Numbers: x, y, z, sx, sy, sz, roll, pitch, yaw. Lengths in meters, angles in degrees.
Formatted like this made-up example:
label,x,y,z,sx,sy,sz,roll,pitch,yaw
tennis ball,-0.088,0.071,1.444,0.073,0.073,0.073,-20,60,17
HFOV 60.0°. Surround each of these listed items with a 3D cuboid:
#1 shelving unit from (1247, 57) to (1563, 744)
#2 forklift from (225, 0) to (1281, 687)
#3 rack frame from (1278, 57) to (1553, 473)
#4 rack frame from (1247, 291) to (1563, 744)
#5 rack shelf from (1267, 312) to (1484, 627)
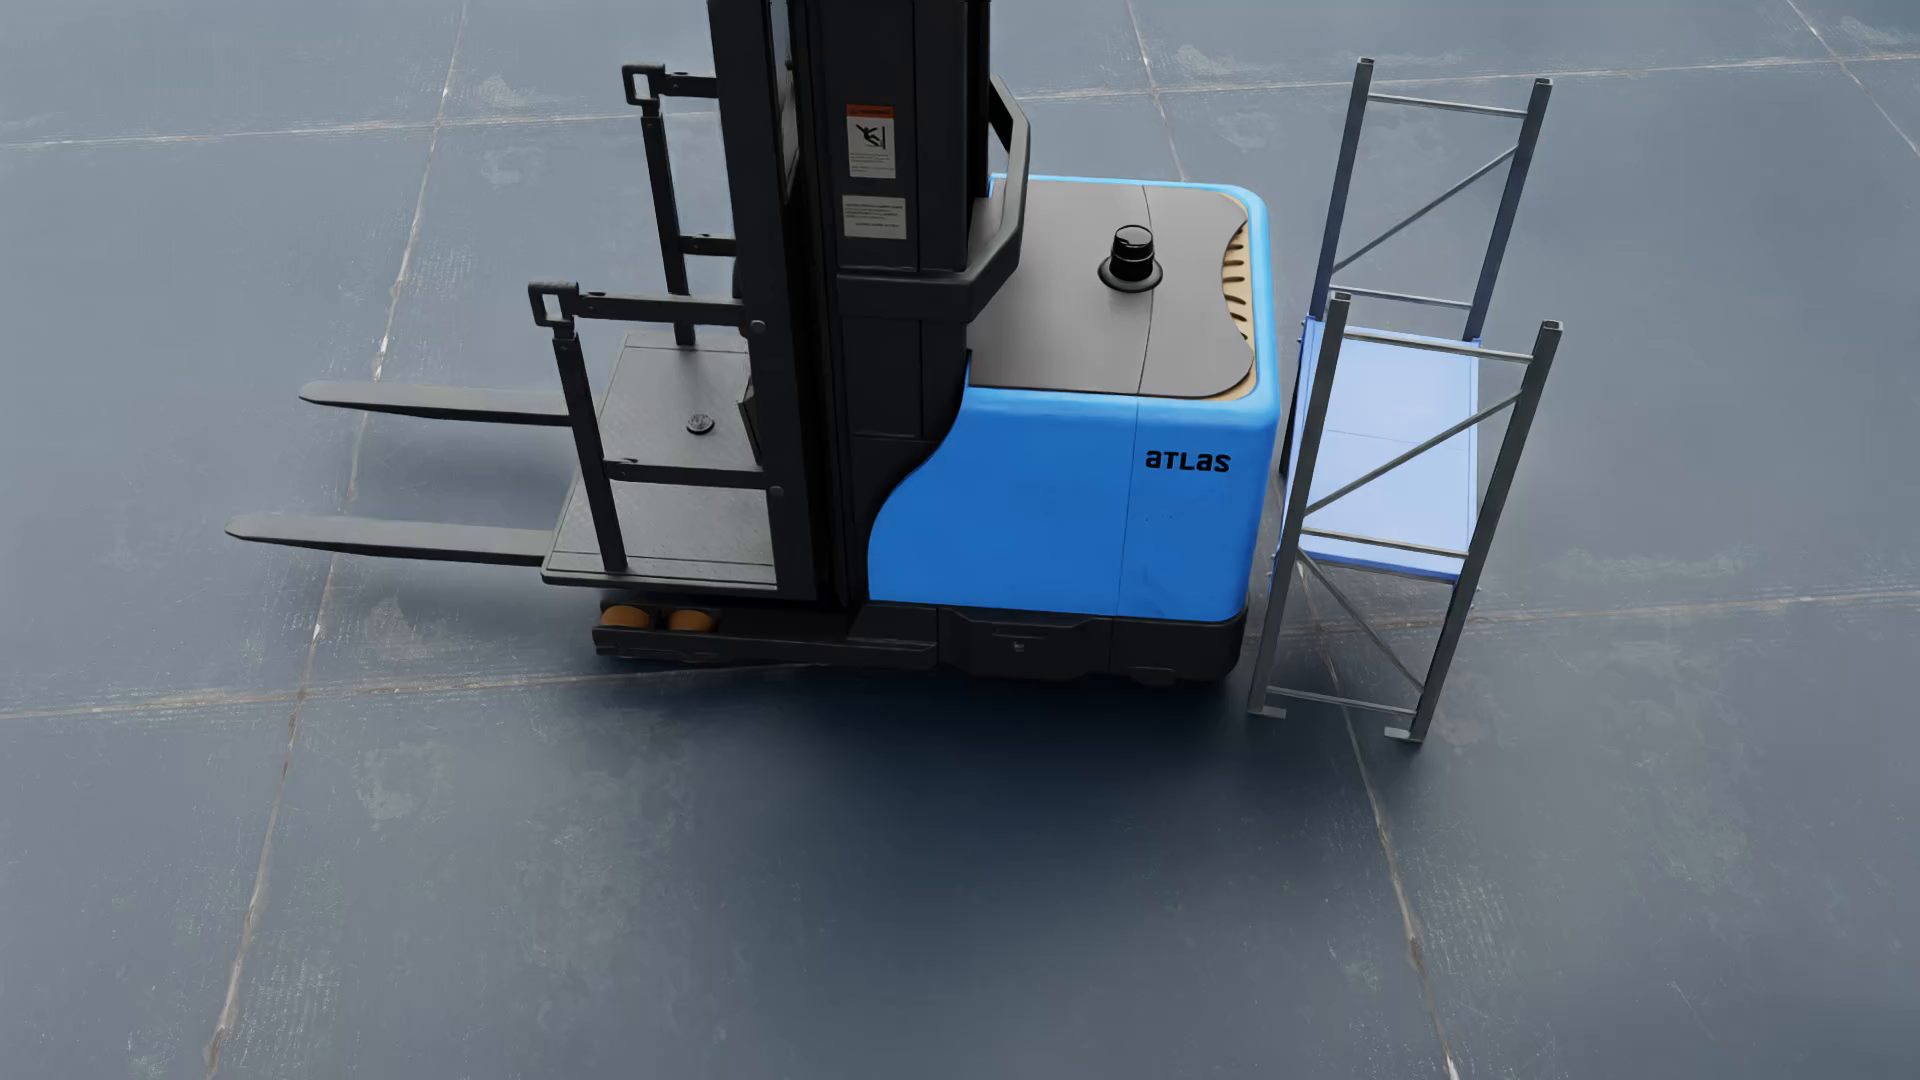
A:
label,x,y,z,sx,sy,sz,roll,pitch,yaw
shelving unit,1.182,-0.350,4.549,0.538,1.500,1.048,9,47,9
forklift,-0.661,-1.025,4.202,3.031,2.935,1.130,4,47,3
rack frame,1.293,-0.711,4.890,0.500,1.500,0.032,9,47,9
rack frame,1.071,0.010,4.208,0.500,1.500,0.032,9,47,9
rack shelf,1.182,-0.227,4.679,0.538,0.185,1.000,9,47,9
